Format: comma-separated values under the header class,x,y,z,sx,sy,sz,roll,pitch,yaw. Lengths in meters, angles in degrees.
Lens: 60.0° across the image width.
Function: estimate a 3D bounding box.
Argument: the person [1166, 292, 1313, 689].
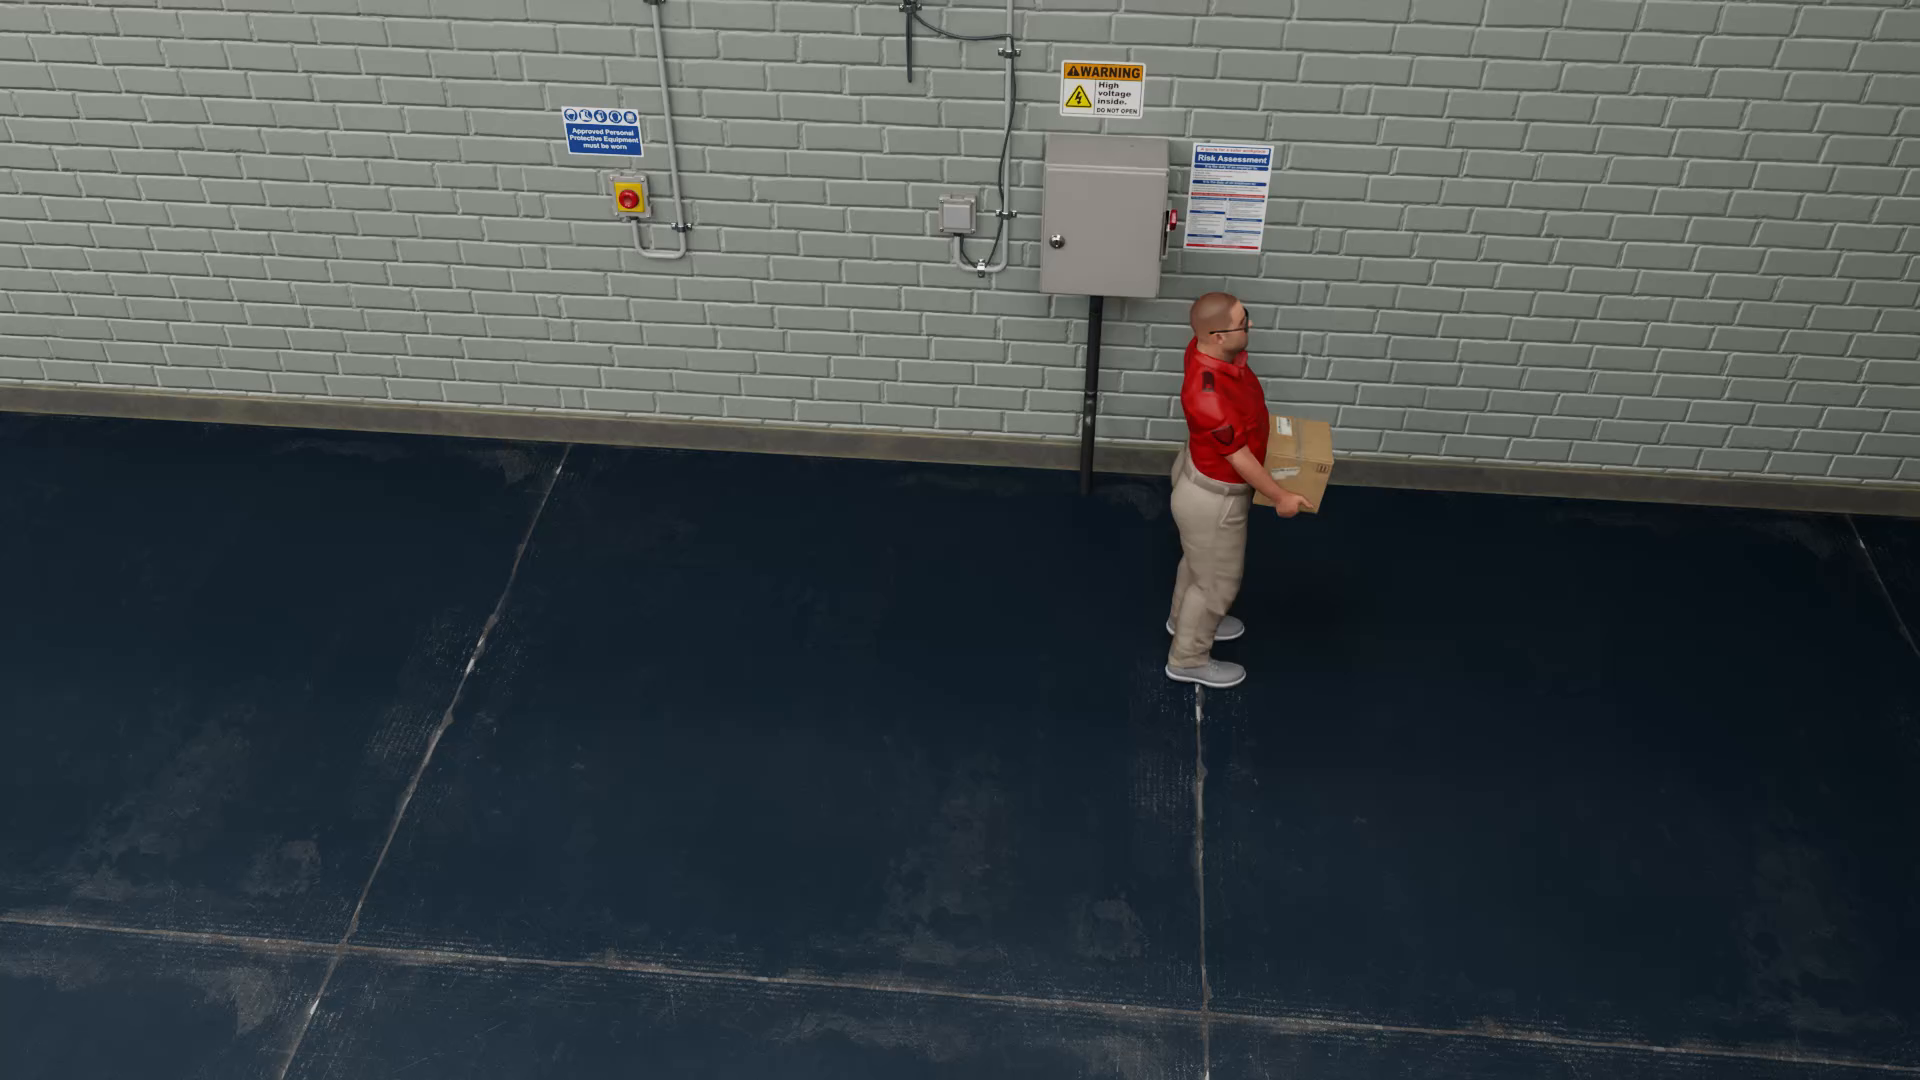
class,x,y,z,sx,sy,sz,roll,pitch,yaw
person,1.076,-0.192,6.409,0.531,1.713,0.494,4,40,5
